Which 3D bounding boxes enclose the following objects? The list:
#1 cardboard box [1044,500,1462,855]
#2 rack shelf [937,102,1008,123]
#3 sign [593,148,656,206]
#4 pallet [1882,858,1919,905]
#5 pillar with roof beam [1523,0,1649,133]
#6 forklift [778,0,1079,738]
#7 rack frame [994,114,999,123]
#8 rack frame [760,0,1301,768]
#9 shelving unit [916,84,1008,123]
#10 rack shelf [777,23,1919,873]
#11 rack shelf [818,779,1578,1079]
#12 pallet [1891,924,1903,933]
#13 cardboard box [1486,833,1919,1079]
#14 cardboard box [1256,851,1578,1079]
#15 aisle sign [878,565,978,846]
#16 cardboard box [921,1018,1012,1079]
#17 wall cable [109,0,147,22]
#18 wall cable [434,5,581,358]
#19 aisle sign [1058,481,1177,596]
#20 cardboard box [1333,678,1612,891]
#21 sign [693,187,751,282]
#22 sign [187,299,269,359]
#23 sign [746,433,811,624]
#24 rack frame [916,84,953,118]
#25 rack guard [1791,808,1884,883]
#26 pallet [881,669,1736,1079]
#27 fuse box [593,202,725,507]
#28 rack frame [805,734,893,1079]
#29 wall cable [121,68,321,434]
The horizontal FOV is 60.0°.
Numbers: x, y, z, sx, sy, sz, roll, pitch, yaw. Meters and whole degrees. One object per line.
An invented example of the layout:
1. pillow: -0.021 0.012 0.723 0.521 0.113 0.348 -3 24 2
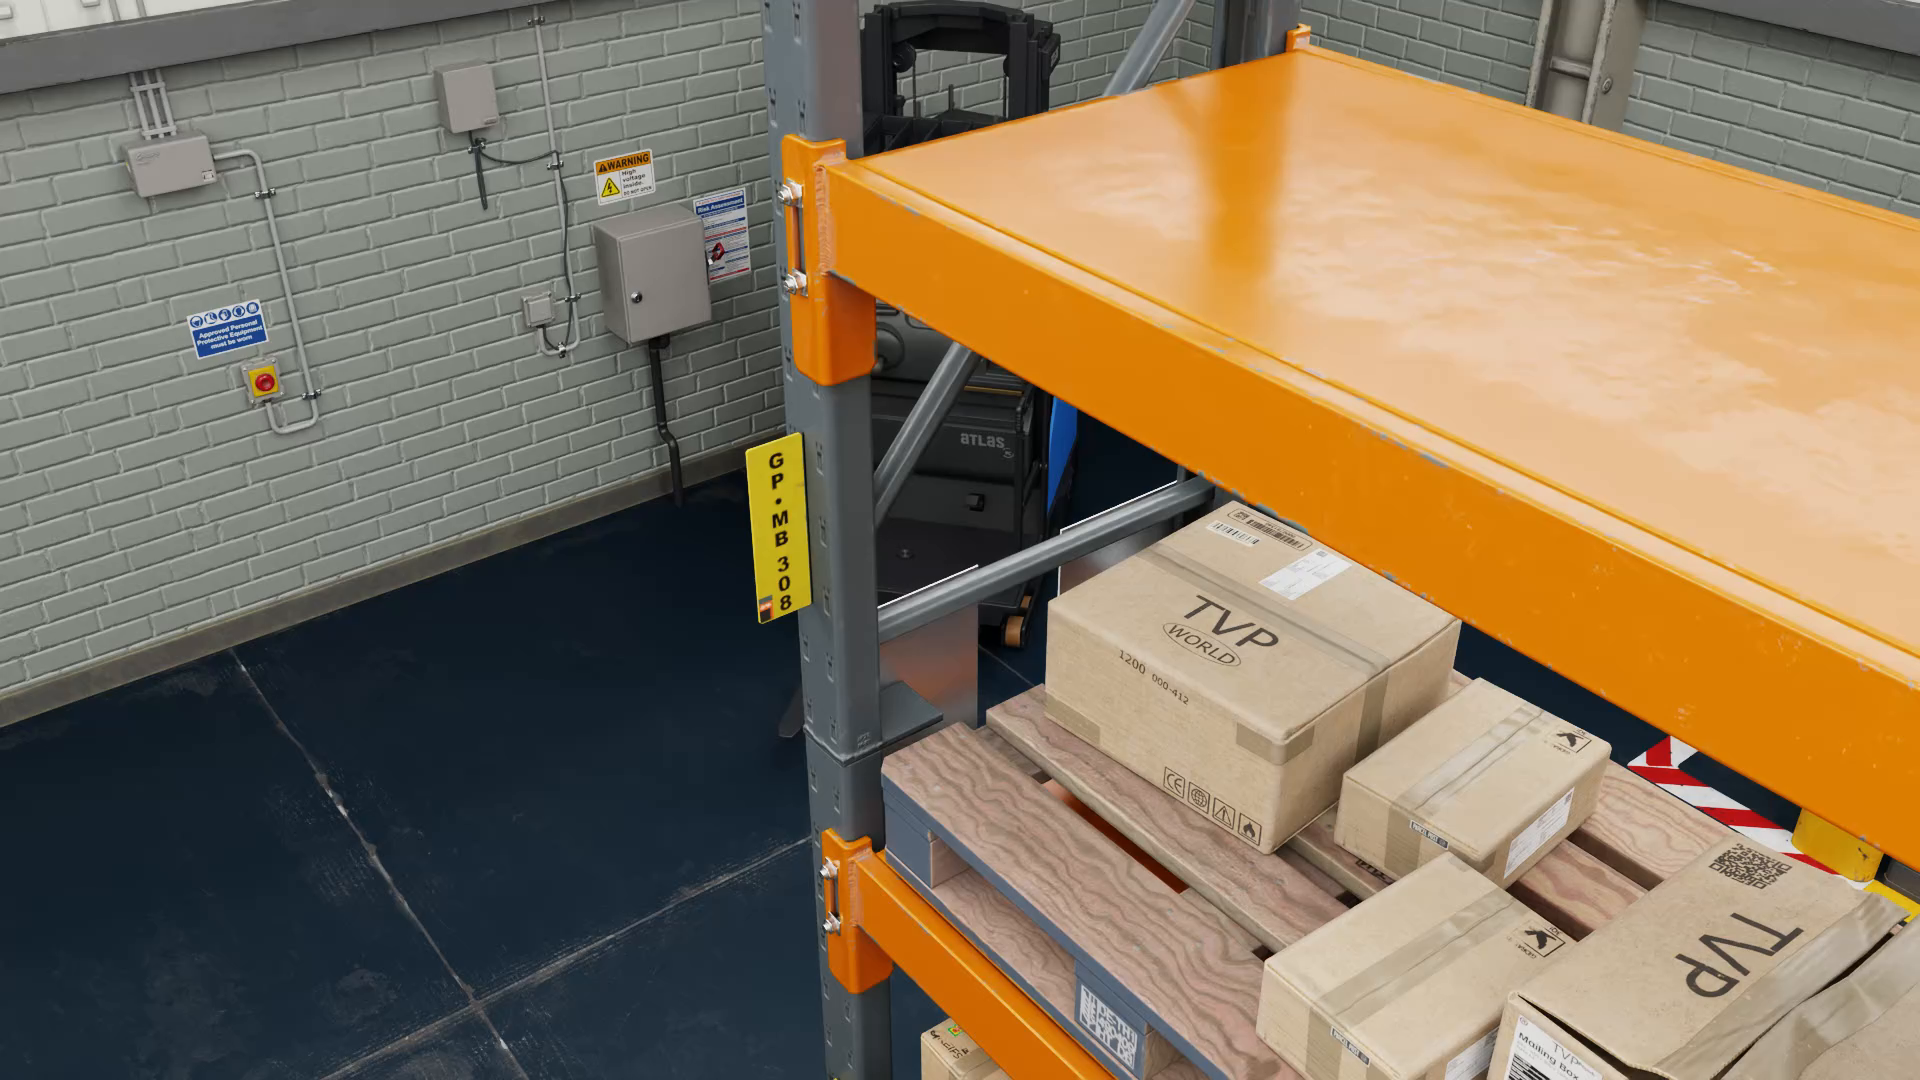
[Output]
1. cardboard box: 0.498 0.213 2.870 0.500 0.250 0.500 -26 40 -36
2. rack shelf: 0.072 -2.125 9.380 0.480 0.518 0.431 17 35 25
3. sign: -1.747 -1.894 8.674 0.339 0.242 0.001 -22 38 -31
4. pallet: 4.606 1.427 6.752 1.003 0.211 1.213 -22 38 -31
5. pillar with roof beam: -0.273 -2.692 5.055 9.100 9.000 0.400 -22 38 -31
6. forklift: -0.142 -0.921 7.955 1.130 2.935 3.031 7 33 11
7. rack frame: 0.284 -1.478 9.640 0.015 2.100 0.400 17 35 25
8. rack frame: 0.151 -1.062 2.431 1.000 3.000 0.127 -22 38 -31
9. shelving unit: 0.072 -1.541 9.742 0.503 2.100 0.431 17 35 25
10. rack shelf: 1.377 0.247 1.384 1.077 0.370 4.000 -22 38 -31
11. rack shelf: 1.377 1.351 2.070 1.077 0.370 4.000 -22 38 -31
12. pallet: 1.366 1.064 1.934 1.003 0.211 1.213 -22 38 -31
13. cardboard box: 1.029 0.669 2.078 0.500 0.311 0.500 -22 38 -31
14. cardboard box: 0.636 0.626 2.301 0.380 0.149 0.250 -21 37 -30
15. aisle sign: -0.122 0.446 3.225 0.394 0.787 0.004 -22 38 -31
16. cardboard box: 0.150 0.981 3.170 0.380 0.149 0.250 -21 38 -30
17. wall cable: -3.560 -3.342 6.101 0.463 3.000 0.029 -22 38 -31
18. wall cable: -2.212 -1.751 8.264 0.588 1.984 0.122 -22 38 -31
19. aisle sign: 0.352 0.252 3.538 0.394 0.787 0.004 -22 38 -31
20. cardboard box: 0.818 0.405 2.657 0.380 0.149 0.250 -26 40 -35
21. sign: -1.313 -1.681 9.203 0.329 0.494 0.001 -22 38 -31
22. sign: -3.401 -0.981 7.730 0.327 0.218 0.001 -22 38 -31
23. sign: -0.291 -0.016 2.686 0.100 0.325 0.005 -22 38 -31
24. rack frame: -0.141 -1.604 9.843 0.015 2.100 0.400 17 35 25
25. rack guard: 4.116 0.973 7.210 1.175 0.500 0.348 -22 38 -31
26. pallet: 0.614 0.556 2.753 1.003 0.211 1.213 -22 38 -31
27. fuse box: -1.577 -0.928 9.122 0.539 1.711 0.414 -22 38 -31
28. rack frame: 0.151 1.486 4.014 1.000 3.000 0.127 -22 38 -31
29. wall cable: -3.325 -1.301 7.509 0.585 1.953 0.123 -22 38 -31
